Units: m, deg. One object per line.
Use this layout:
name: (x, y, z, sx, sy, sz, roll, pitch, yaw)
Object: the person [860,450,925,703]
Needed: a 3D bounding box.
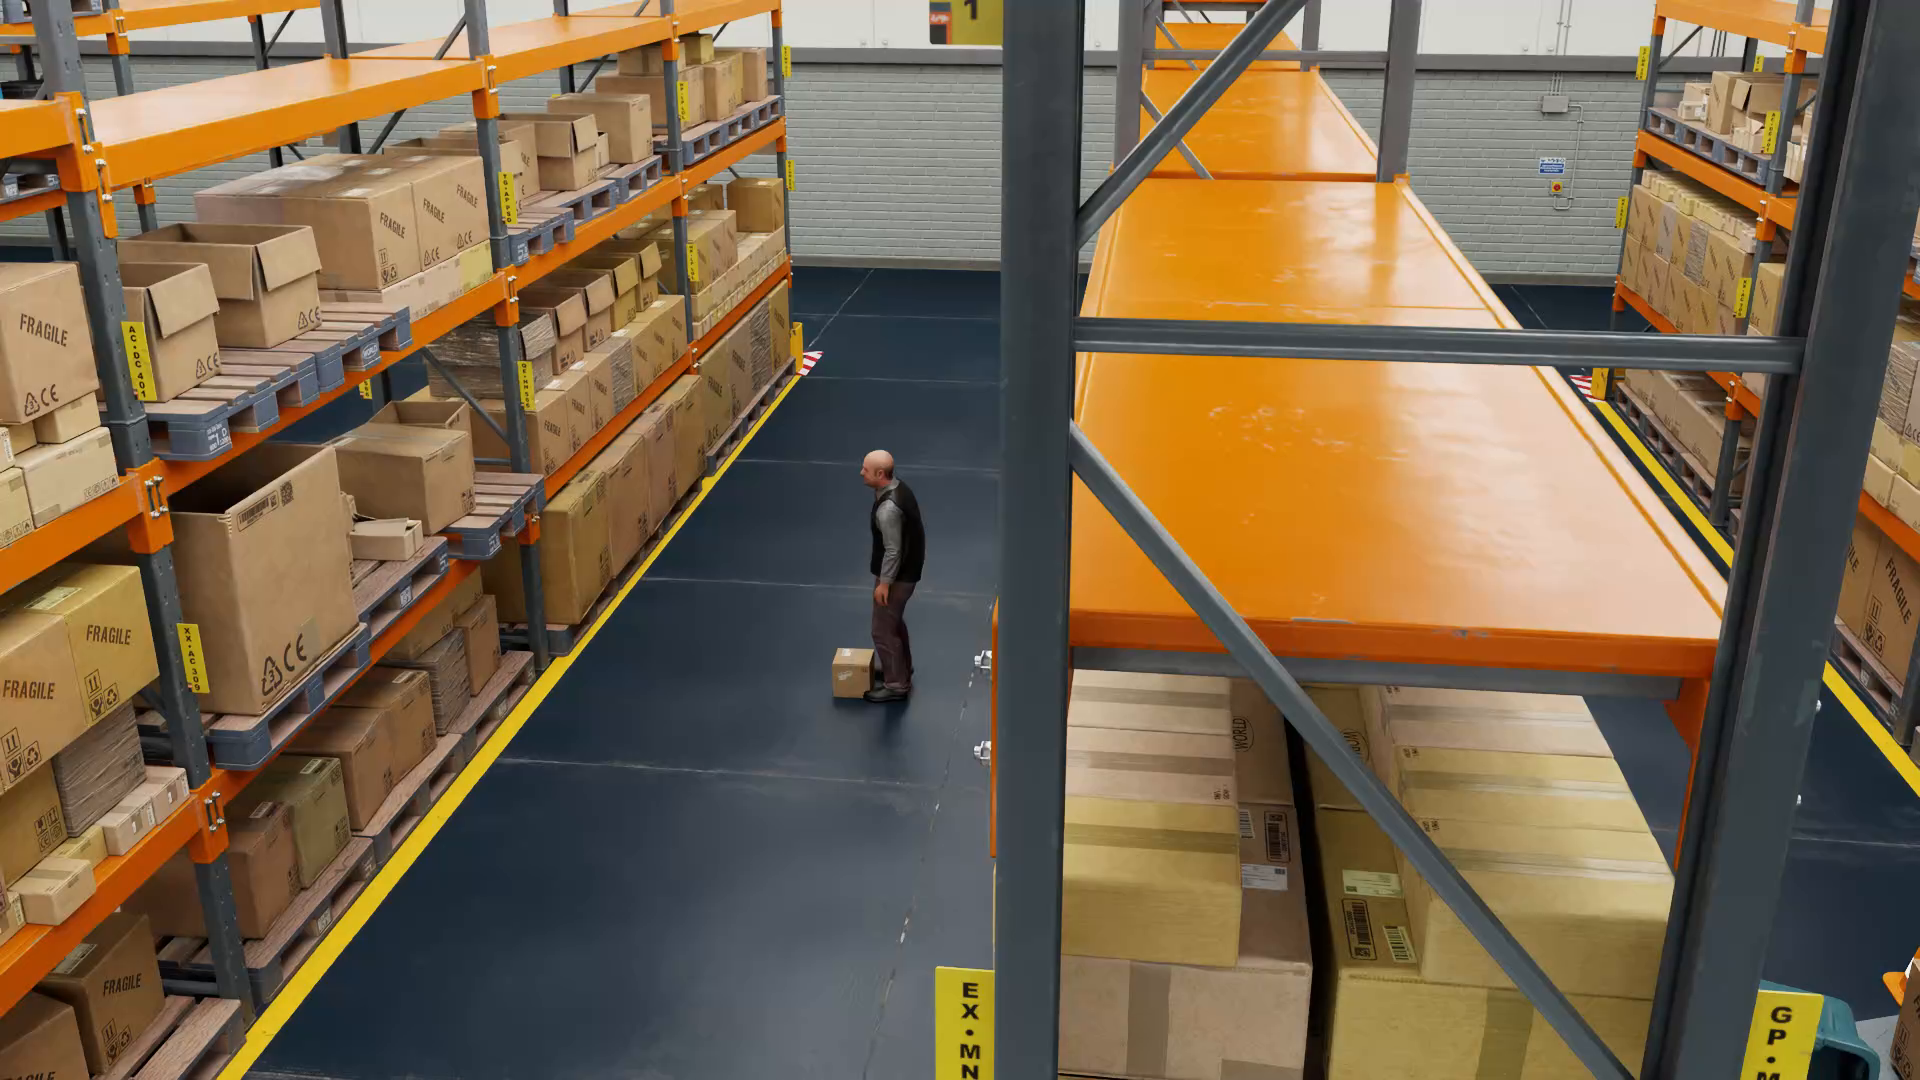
person: (-0.437, 0.225, 10.956, 0.414, 1.721, 0.594, 1, 21, 3)
